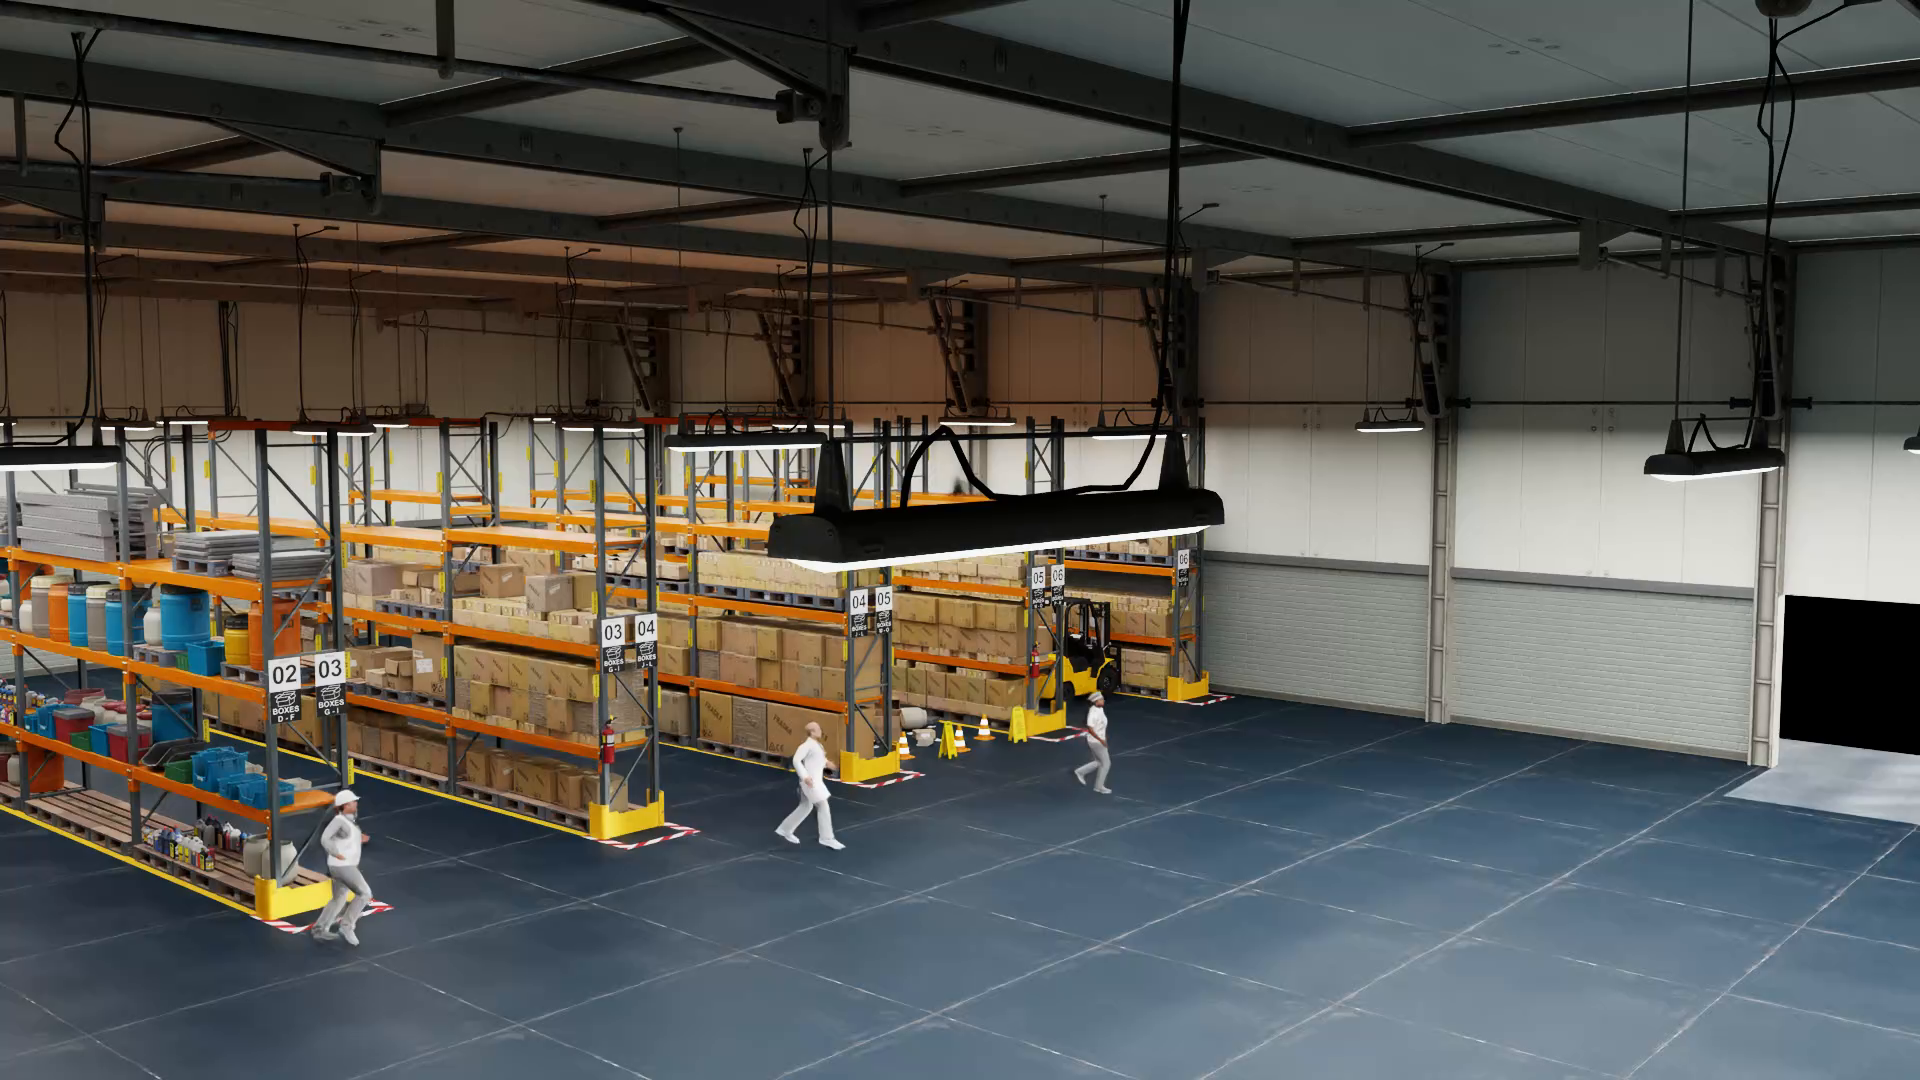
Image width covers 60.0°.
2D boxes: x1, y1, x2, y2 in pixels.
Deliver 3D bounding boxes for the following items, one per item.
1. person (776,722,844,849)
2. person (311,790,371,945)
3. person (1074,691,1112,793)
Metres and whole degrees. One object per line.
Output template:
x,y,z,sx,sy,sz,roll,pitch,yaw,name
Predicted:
-2.138,3.481,23.602,0.971,1.812,0.698,-1,5,-7,person
-7.310,3.847,19.626,0.676,1.761,0.714,-1,5,-17,person
2.172,3.271,26.984,0.591,1.678,0.576,0,5,3,person
